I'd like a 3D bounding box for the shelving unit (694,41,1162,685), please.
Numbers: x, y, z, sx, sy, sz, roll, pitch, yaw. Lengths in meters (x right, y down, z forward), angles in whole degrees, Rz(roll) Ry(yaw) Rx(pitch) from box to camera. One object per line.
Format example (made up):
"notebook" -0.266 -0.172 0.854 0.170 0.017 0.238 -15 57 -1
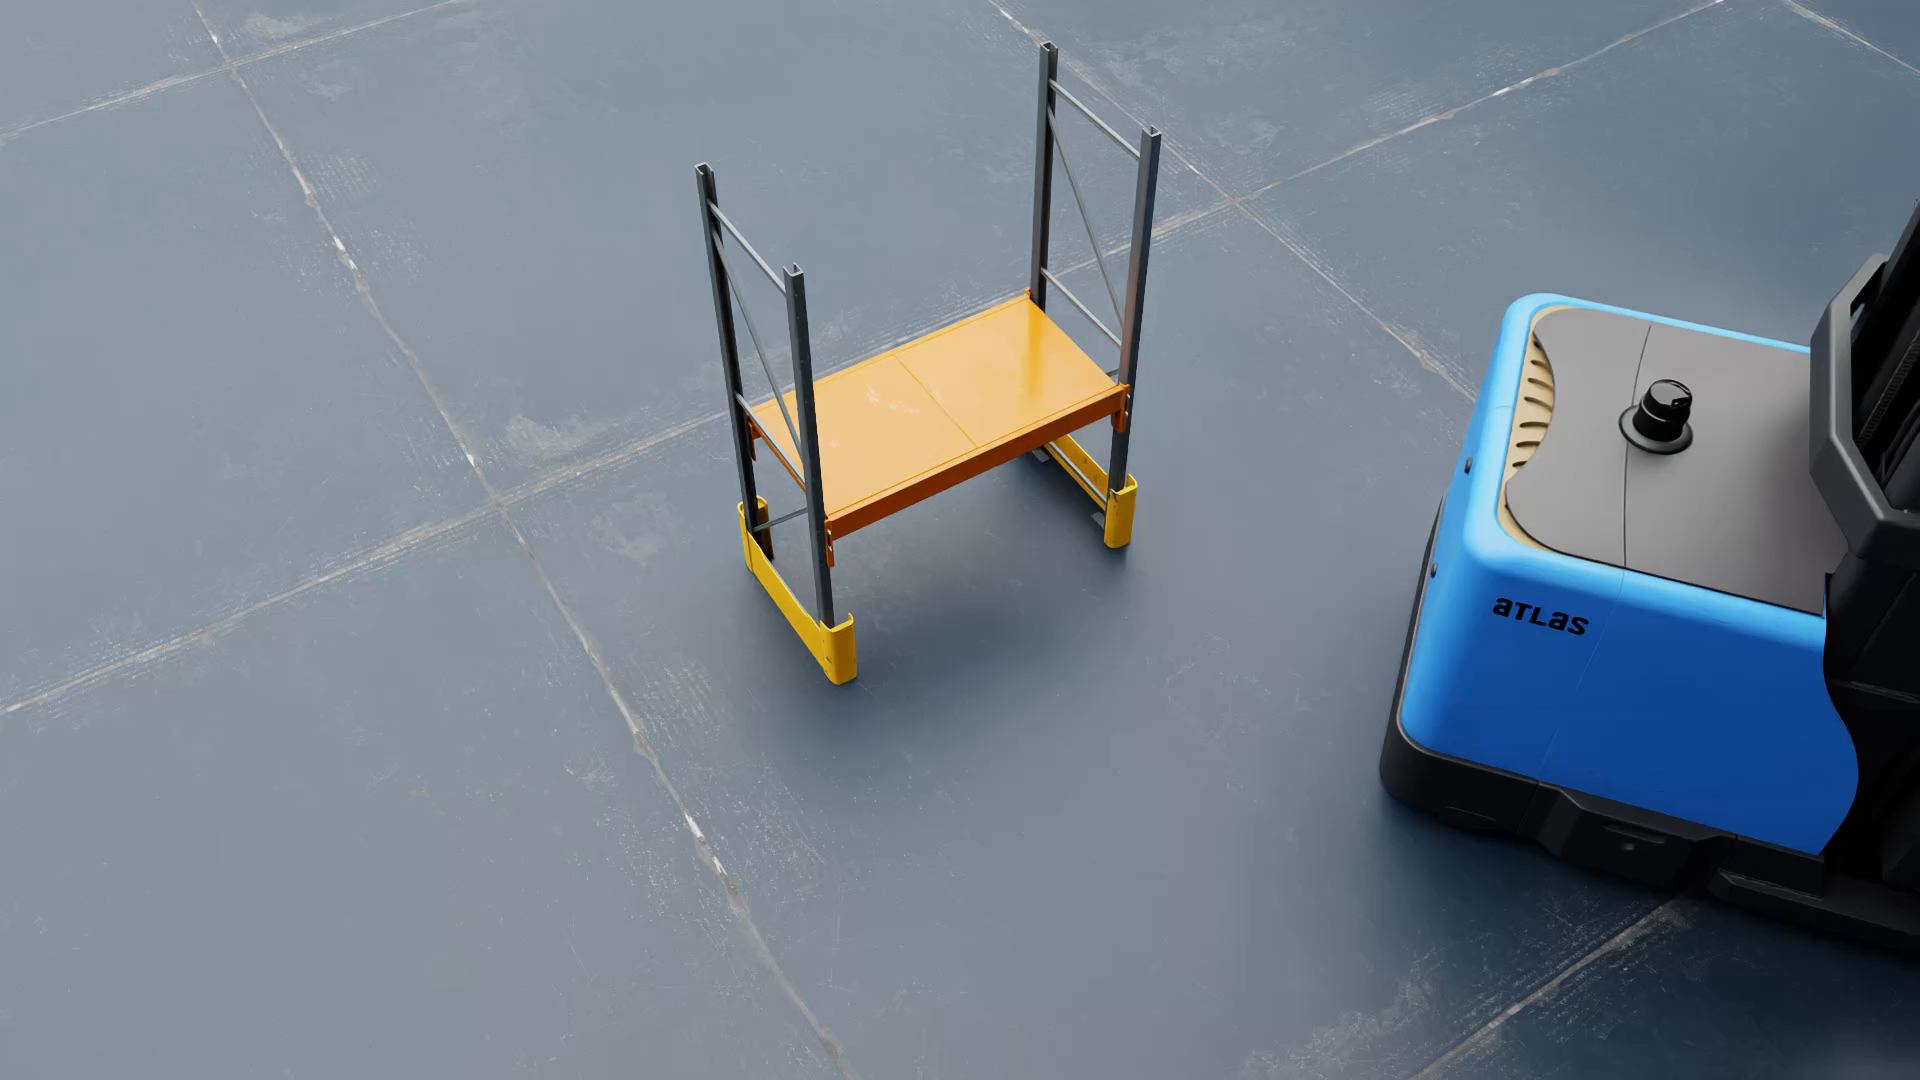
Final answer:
"shelving unit" -0.064 -0.468 4.663 1.083 1.500 0.587 -25 53 -21

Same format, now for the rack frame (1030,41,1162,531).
"rack frame" 0.358 -0.667 4.840 0.032 1.500 0.500 -25 53 -21

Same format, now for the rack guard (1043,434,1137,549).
"rack guard" 0.357 -0.251 5.306 0.087 0.250 0.587 -25 53 -21

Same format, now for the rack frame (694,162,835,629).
"rack frame" -0.502 -0.262 4.479 0.032 1.500 0.500 -25 53 -21

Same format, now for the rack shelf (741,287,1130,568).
"rack shelf" -0.072 -0.345 4.794 1.000 0.185 0.538 -25 53 -21

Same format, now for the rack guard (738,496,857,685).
"rack guard" -0.486 0.146 4.953 0.087 0.250 0.587 -25 53 -21

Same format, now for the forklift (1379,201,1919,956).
"forklift" 2.730 -0.231 3.493 3.031 2.935 1.130 15 50 13
